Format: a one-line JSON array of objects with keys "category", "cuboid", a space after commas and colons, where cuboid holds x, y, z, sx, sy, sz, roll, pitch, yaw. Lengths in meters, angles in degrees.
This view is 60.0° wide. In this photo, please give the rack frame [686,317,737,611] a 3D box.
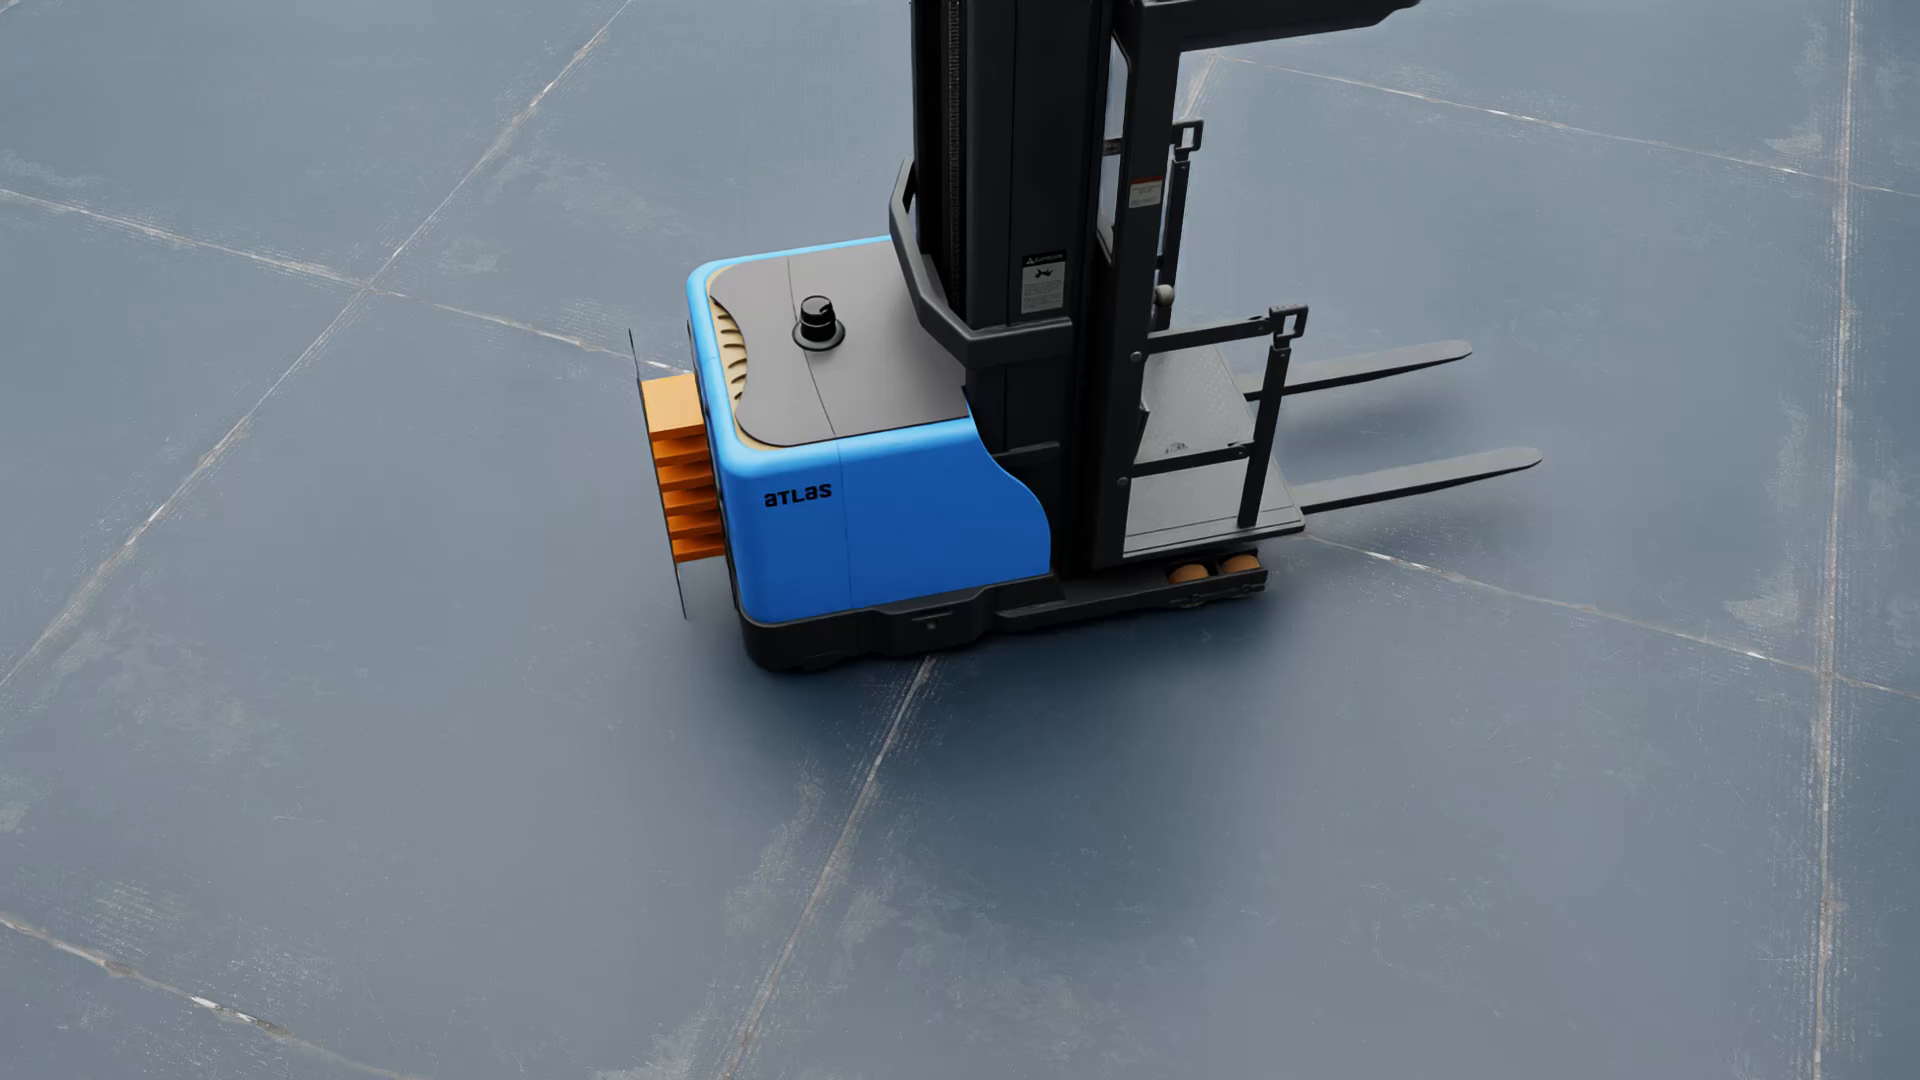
[{"category": "rack frame", "cuboid": [-0.839, -0.224, 5.651, 0.006, 1.200, 0.240, -10, 50, -9]}]

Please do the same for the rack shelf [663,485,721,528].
[{"category": "rack shelf", "cuboid": [-0.928, -0.179, 5.670, 0.180, 0.103, 0.258, -10, 50, -9]}]

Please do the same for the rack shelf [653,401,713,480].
[{"category": "rack shelf", "cuboid": [-0.928, -0.337, 5.489, 0.180, 0.103, 0.258, -10, 50, -9]}]

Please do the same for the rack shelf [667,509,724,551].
[{"category": "rack shelf", "cuboid": [-0.928, -0.101, 5.761, 0.180, 0.103, 0.258, -10, 50, -9]}]

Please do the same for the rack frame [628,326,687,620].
[{"category": "rack frame", "cuboid": [-1.017, -0.193, 5.623, 0.006, 1.200, 0.240, -10, 50, -9]}]

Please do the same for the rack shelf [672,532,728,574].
[{"category": "rack shelf", "cuboid": [-0.928, -0.022, 5.852, 0.180, 0.103, 0.258, -10, 50, -9]}]

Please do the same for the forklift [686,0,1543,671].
[{"category": "forklift", "cuboid": [0.631, -1.096, 5.260, 3.031, 2.935, 1.130, -10, 50, -9]}]

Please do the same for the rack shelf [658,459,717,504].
[{"category": "rack shelf", "cuboid": [-0.928, -0.258, 5.580, 0.180, 0.103, 0.258, -10, 50, -9]}]

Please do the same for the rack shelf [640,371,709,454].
[{"category": "rack shelf", "cuboid": [-0.928, -0.415, 5.398, 0.180, 0.103, 0.258, -10, 50, -9]}]

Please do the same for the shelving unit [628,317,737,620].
[{"category": "shelving unit", "cuboid": [-0.928, -0.208, 5.637, 0.189, 1.200, 0.258, -10, 50, -9]}]
